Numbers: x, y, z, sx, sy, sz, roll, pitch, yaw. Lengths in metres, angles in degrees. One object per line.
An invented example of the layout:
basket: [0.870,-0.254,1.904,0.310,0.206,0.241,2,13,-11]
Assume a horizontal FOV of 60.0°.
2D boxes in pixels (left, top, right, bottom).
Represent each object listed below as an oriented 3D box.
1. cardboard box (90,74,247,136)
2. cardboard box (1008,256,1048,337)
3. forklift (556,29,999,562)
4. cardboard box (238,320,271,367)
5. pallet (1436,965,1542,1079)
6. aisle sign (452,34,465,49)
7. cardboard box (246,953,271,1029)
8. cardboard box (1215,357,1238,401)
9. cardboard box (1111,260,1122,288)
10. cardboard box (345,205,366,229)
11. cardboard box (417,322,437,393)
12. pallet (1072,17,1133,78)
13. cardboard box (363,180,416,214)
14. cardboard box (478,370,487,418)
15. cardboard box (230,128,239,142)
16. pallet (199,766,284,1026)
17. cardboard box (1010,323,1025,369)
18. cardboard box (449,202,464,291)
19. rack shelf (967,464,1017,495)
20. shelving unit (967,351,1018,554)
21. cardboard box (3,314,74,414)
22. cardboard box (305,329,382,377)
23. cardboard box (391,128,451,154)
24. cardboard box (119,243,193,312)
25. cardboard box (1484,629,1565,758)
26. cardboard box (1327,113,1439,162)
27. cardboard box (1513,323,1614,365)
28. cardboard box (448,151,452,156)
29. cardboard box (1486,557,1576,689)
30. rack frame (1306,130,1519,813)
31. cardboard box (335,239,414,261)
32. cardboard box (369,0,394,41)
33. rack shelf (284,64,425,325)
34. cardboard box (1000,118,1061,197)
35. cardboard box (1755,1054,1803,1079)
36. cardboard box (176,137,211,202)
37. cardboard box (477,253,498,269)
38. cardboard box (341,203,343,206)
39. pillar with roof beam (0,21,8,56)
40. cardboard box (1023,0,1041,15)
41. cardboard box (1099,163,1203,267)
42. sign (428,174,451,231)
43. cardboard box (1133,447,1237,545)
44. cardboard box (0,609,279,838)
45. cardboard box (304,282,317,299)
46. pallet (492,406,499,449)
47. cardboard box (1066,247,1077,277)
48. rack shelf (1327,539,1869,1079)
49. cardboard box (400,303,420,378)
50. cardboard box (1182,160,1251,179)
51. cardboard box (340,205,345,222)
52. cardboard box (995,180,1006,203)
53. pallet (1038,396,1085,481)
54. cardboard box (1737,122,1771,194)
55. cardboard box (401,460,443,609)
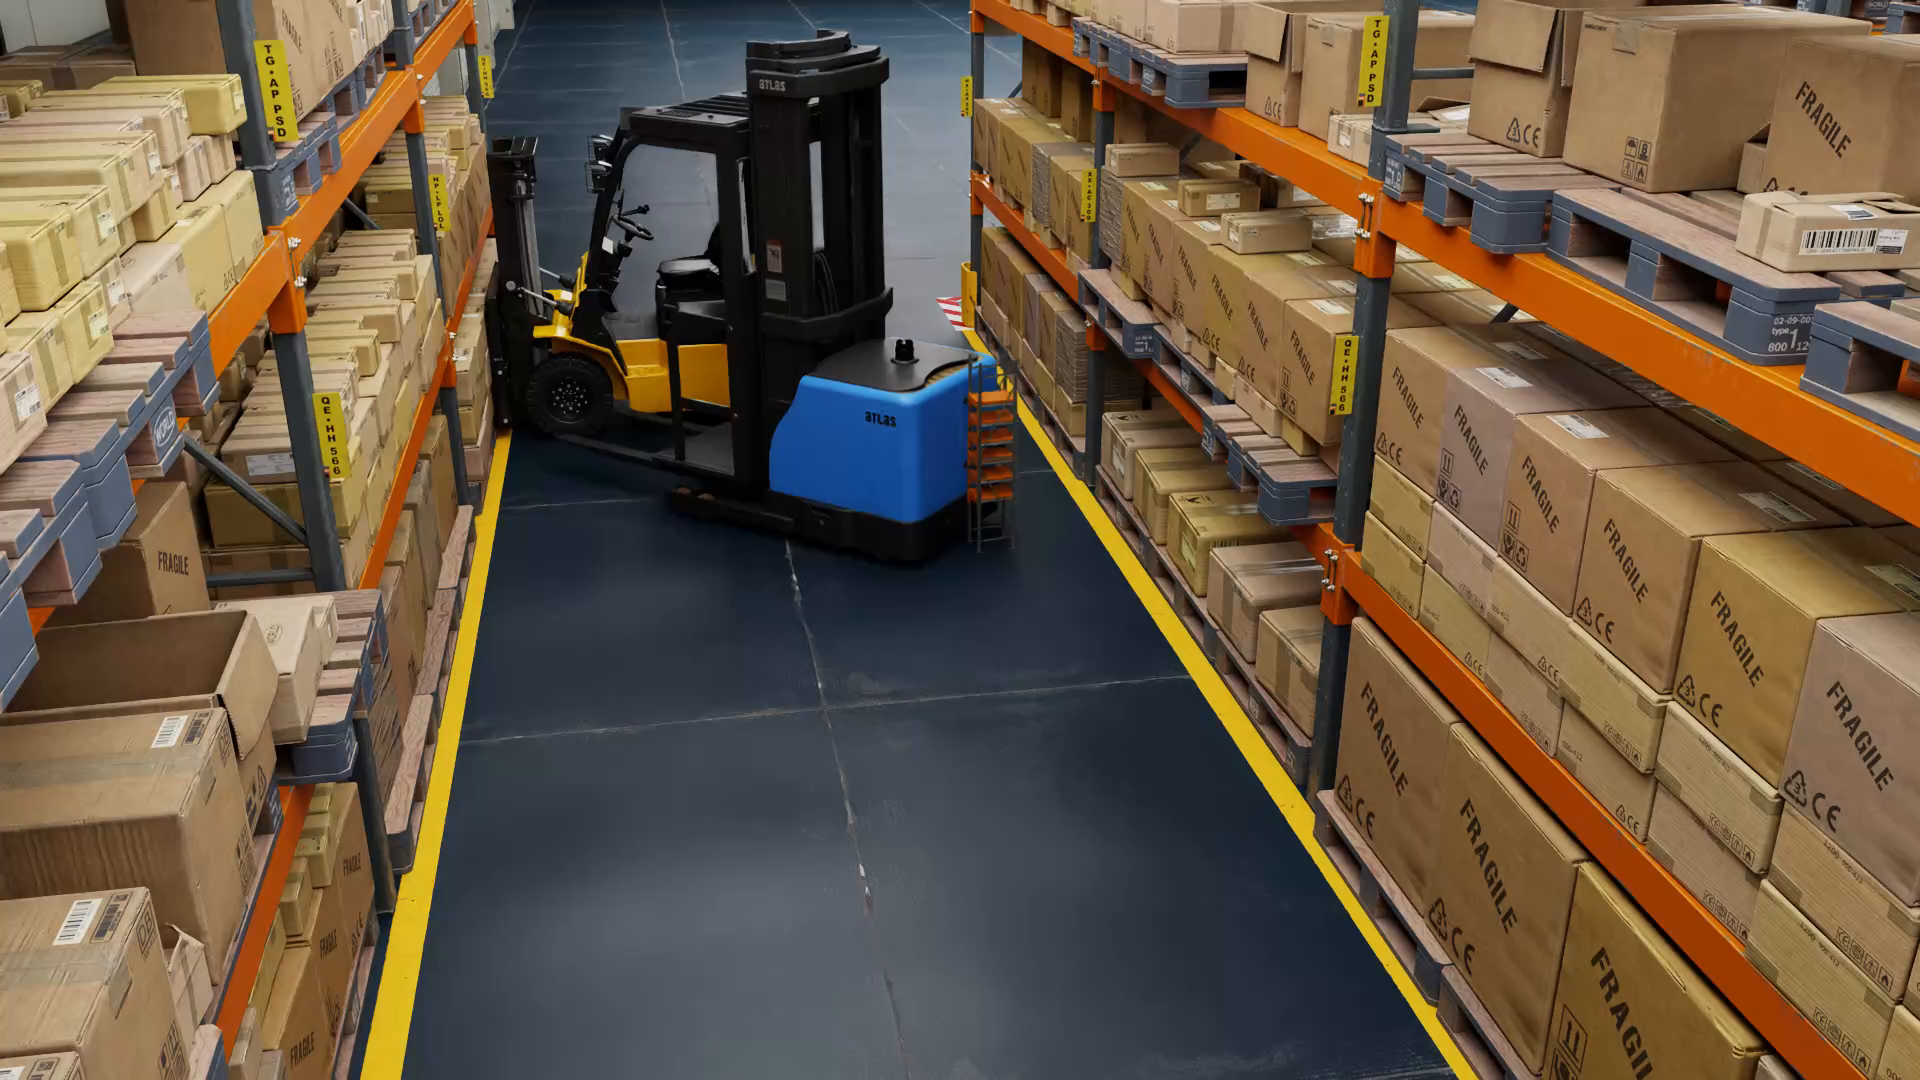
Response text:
cardboard box: [-2.451,-1.349,5.162,0.380,0.149,0.250,-4,24,-8]
cardboard box: [0.661,-1.879,12.779,0.500,0.500,0.500,-4,24,-9]
forklift: [-1.282,-1.635,10.332,3.031,2.935,1.130,14,27,29]
cardboard box: [-3.367,-0.896,7.619,0.380,0.149,0.250,-4,24,-8]
pallet: [2.366,1.866,5.714,1.003,0.211,1.213,-4,24,-10]
aisle sign: [-4.008,-4.223,12.924,0.394,0.787,0.004,-4,24,-10]
cardboard box: [-2.328,1.411,5.060,0.380,0.149,0.250,-5,24,-11]
cardboard box: [1.466,-0.798,8.119,0.380,0.149,0.250,-4,24,-9]
cardboard box: [1.124,-1.617,9.993,0.380,0.149,0.250,-4,24,-9]
cardboard box: [-3.982,-1.810,10.522,0.500,0.500,0.500,-4,24,-9]
cardboard box: [-3.096,-0.966,8.902,0.500,0.250,0.500,-4,24,-10]
pallet: [1.342,-2.818,9.441,1.213,0.211,1.003,-4,24,-10]
cardboard box: [-3.312,-2.038,9.861,0.380,0.149,0.250,-4,24,-9]
cardboard box: [-3.426,-0.984,11.041,0.500,0.250,0.500,-4,24,-10]
cardboard box: [-2.571,-1.503,5.839,0.380,0.166,0.250,-4,24,-10]
pallet: [-2.441,1.015,4.419,1.003,0.211,1.213,-4,24,-10]
cardboard box: [0.671,-1.533,12.923,0.500,0.250,0.500,-3,24,-6]
cardboard box: [-3.483,-1.855,10.623,0.500,0.500,0.500,-4,24,-9]
rack shelf: [0.192,-0.366,9.998,0.258,0.103,0.180,-7,25,-16]
shelving unit: [0.192,-0.516,9.932,0.258,1.200,0.189,-7,25,-16]
cardboard box: [-1.921,-0.311,3.130,0.380,0.149,0.250,-5,24,-10]
cardboard box: [-2.823,-0.835,7.479,0.380,0.149,0.250,-4,24,-9]
cardboard box: [-3.722,-2.736,11.459,0.380,0.149,0.250,-4,24,-9]
cardboard box: [-2.285,-0.565,4.236,0.500,0.250,0.500,-4,24,-10]
cardboard box: [2.119,0.481,5.589,0.500,0.250,0.500,-4,24,-8]
cardboard box: [1.754,-1.672,6.896,0.380,0.149,0.250,-4,24,-10]
cardboard box: [2.425,-0.527,6.334,0.500,0.500,0.500,-5,24,-11]
cardboard box: [-3.726,-2.604,11.530,0.380,0.149,0.250,-4,24,-10]
cardboard box: [2.098,0.251,5.491,0.500,0.250,0.500,-4,24,-10]
rack frame: [2.072,-0.207,6.975,1.000,3.000,0.127,-4,24,-10]
cardboard box: [-3.198,-1.536,9.084,0.380,0.149,0.250,-5,24,-11]
cardboard box: [-3.171,-2.717,8.436,0.500,0.311,0.500,-5,24,-11]
rack shelf: [-3.175,-1.669,7.476,1.077,0.370,4.000,-4,24,-10]
cardboard box: [0.603,-2.925,12.702,0.500,0.500,0.500,-5,24,-11]
cardboard box: [2.619,1.910,4.259,0.875,0.875,0.875,-4,24,-8]
cardboard box: [-2.474,-1.101,4.966,0.380,0.149,0.250,-5,24,-11]
cardboard box: [-3.792,-2.017,12.781,0.500,0.250,0.500,-4,24,-9]
cardboard box: [-3.906,-2.096,9.993,0.380,0.149,0.250,-5,24,-11]
pillar with roof beam: [0.299,-3.352,6.681,9.100,9.000,0.400,-4,24,-10]
cardboard box: [0.667,-3.850,11.883,0.380,0.149,0.250,-5,24,-11]
cardboard box: [1.138,-1.949,9.943,0.500,0.500,0.500,-4,24,-8]
sign: [-3.013,-1.949,9.618,0.100,0.325,0.005,-4,24,-10]
cardboard box: [1.569,-0.280,9.901,0.950,0.372,0.625,-3,24,-6]
cardboard box: [-2.321,0.551,4.587,0.797,0.503,0.637,-5,24,-11]
cardboard box: [-3.620,-1.155,8.708,0.500,0.250,0.500,-5,24,-10]
pallet: [-3.880,-0.930,12.116,1.003,0.211,1.213,-4,24,-10]
cardboard box: [0.921,-1.866,11.089,0.380,0.149,0.250,-4,24,-9]
rack shelf: [2.442,0.910,5.318,1.077,0.370,4.000,-4,24,-10]
cardboard box: [-3.012,-0.994,8.341,0.500,0.250,0.500,-4,24,-9]
cardboard box: [1.644,-1.990,10.037,0.500,0.500,0.500,-5,24,-11]
cardboard box: [-3.937,-1.958,10.049,0.380,0.149,0.250,-5,24,-11]
cardboard box: [0.484,-2.777,13.176,0.380,0.149,0.250,-4,24,-9]
pallet: [1.174,-0.764,11.735,1.003,0.211,1.213,-4,24,-10]
cardboard box: [2.671,-1.196,5.137,0.396,0.266,0.258,-5,24,-11]
cardboard box: [-3.301,-0.005,8.956,0.875,0.625,0.625,-5,24,-10]
